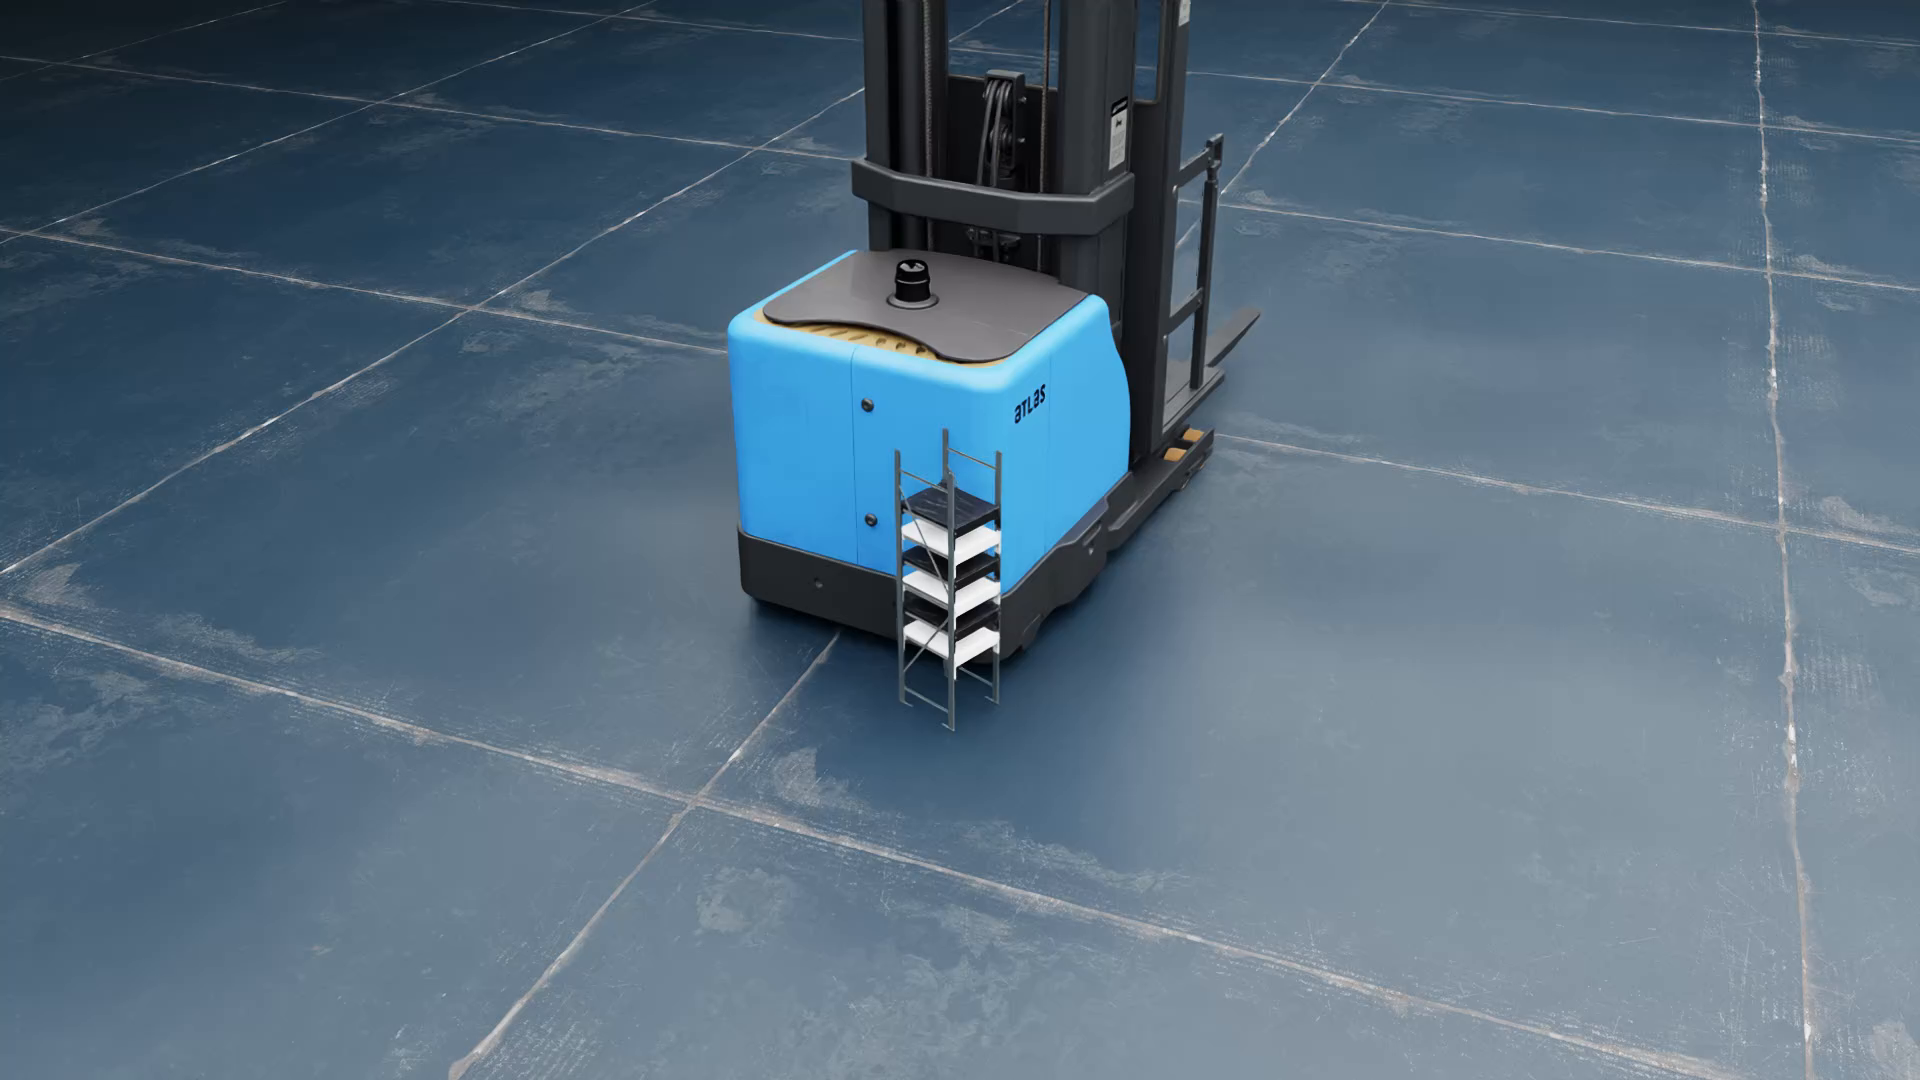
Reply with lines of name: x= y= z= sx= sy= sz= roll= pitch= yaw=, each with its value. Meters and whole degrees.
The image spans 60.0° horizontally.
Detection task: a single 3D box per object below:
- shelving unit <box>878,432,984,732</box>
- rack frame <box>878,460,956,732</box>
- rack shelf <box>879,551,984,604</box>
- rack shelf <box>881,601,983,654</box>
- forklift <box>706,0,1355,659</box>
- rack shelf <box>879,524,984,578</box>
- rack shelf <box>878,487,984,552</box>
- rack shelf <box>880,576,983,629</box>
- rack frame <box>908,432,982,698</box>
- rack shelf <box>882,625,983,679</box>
shelving unit: x=-0.085 y=0.138 z=5.091 sx=0.258 sy=0.900 sz=0.210 roll=12 pitch=32 yaw=20
rack frame: x=-0.125 y=0.184 z=5.010 sx=0.240 sy=0.900 sz=0.006 roll=12 pitch=32 yaw=20
rack shelf: x=-0.085 y=0.089 z=5.063 sx=0.258 sy=0.077 sz=0.200 roll=12 pitch=32 yaw=20
rack shelf: x=-0.085 y=0.245 z=5.152 sx=0.258 sy=0.077 sz=0.200 roll=12 pitch=32 yaw=20
forklift: x=0.498 y=-1.530 z=5.978 sx=1.130 sy=2.935 sz=3.031 roll=24 pitch=37 yaw=35
rack shelf: x=-0.085 y=0.011 z=5.019 sx=0.258 sy=0.077 sz=0.200 roll=12 pitch=32 yaw=20
rack shelf: x=-0.085 y=-0.068 z=4.974 sx=0.258 sy=0.077 sz=0.200 roll=12 pitch=32 yaw=20
rack shelf: x=-0.085 y=0.167 z=5.107 sx=0.258 sy=0.077 sz=0.200 roll=12 pitch=32 yaw=20
rack frame: x=-0.045 y=0.092 z=5.172 sx=0.240 sy=0.900 sz=0.006 roll=12 pitch=32 yaw=20
rack shelf: x=-0.085 y=0.324 z=5.196 sx=0.258 sy=0.077 sz=0.200 roll=12 pitch=32 yaw=20
